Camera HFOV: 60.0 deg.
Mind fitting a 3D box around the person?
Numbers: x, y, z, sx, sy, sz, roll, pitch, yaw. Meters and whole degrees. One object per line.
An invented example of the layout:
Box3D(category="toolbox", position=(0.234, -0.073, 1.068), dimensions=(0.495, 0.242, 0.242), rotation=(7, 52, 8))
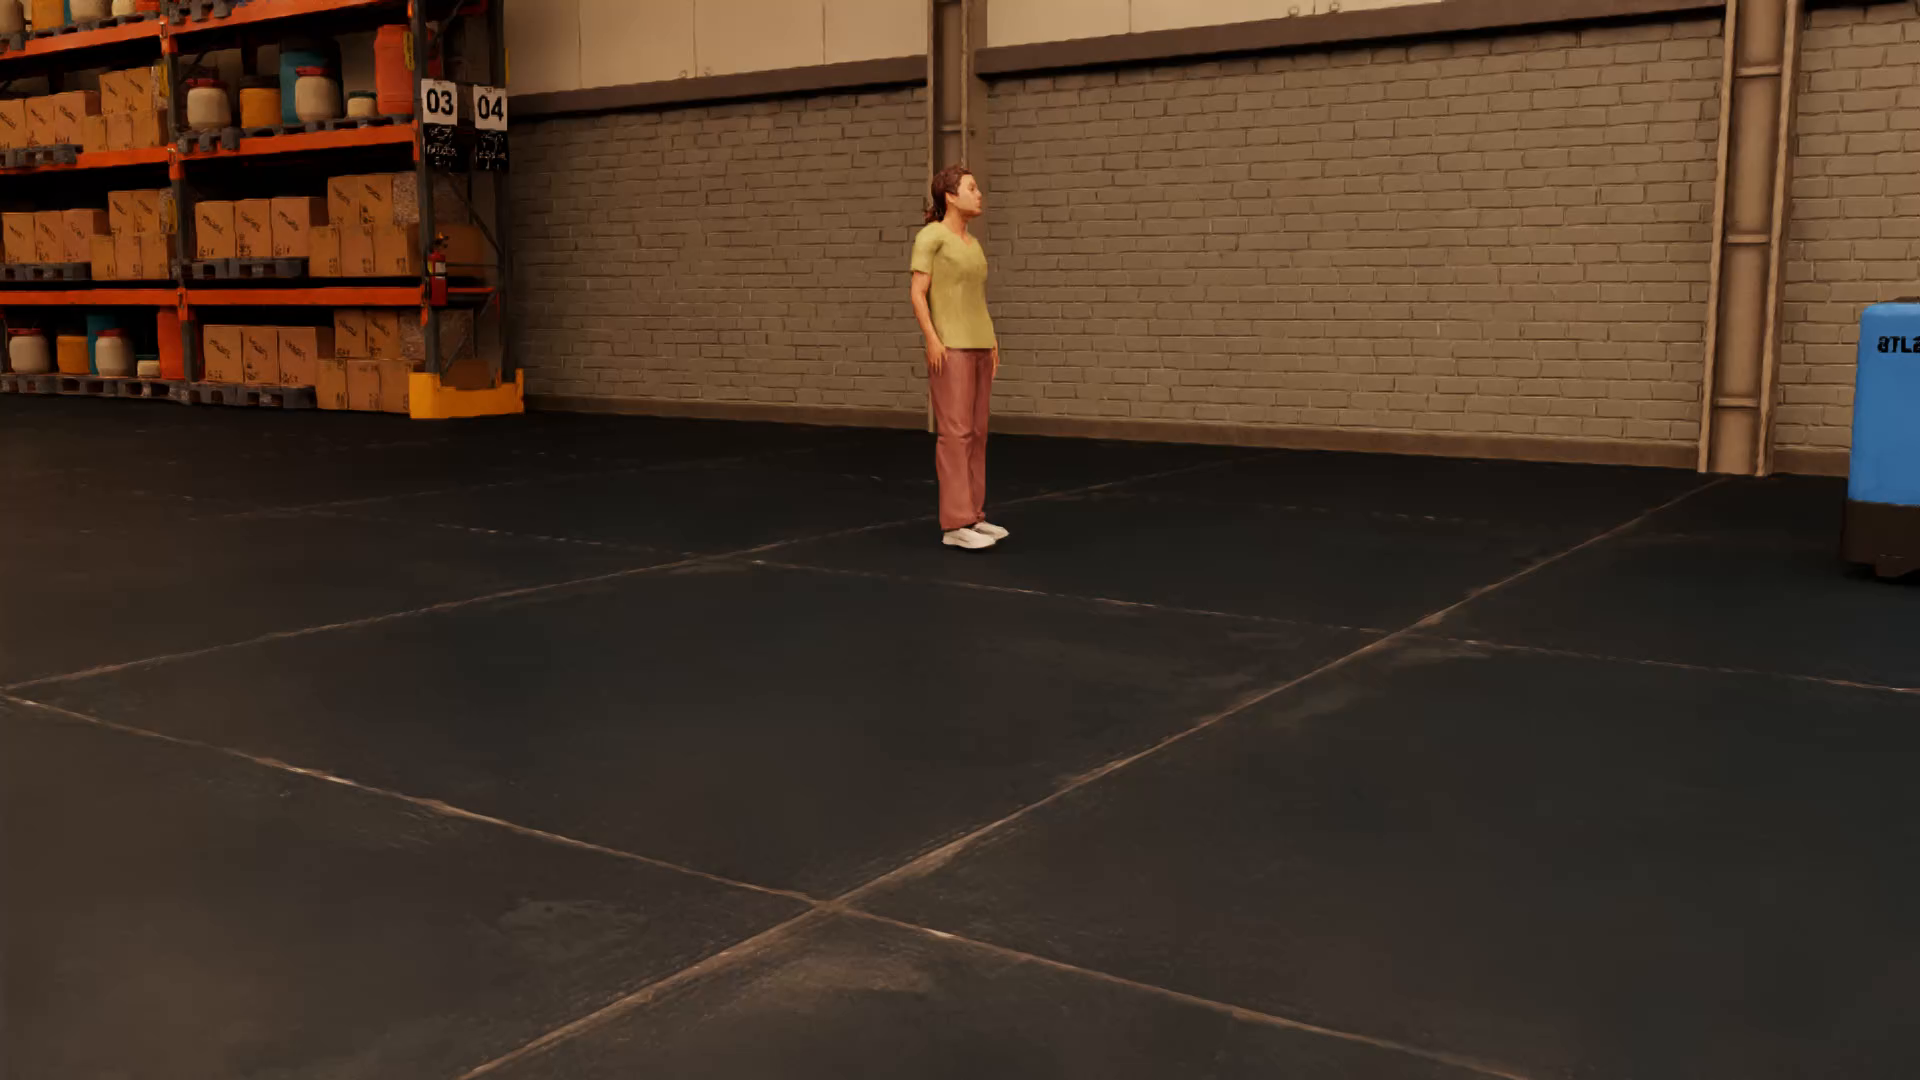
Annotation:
Box3D(category="person", position=(0.055, -0.830, 7.435), dimensions=(0.548, 1.674, 0.554), rotation=(5, 10, 34))

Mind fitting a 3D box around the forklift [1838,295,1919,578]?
Box3D(category="forklift", position=(4.742, -1.176, 5.466), dimensions=(1.130, 2.935, 3.031), rotation=(-6, 10, -36))
